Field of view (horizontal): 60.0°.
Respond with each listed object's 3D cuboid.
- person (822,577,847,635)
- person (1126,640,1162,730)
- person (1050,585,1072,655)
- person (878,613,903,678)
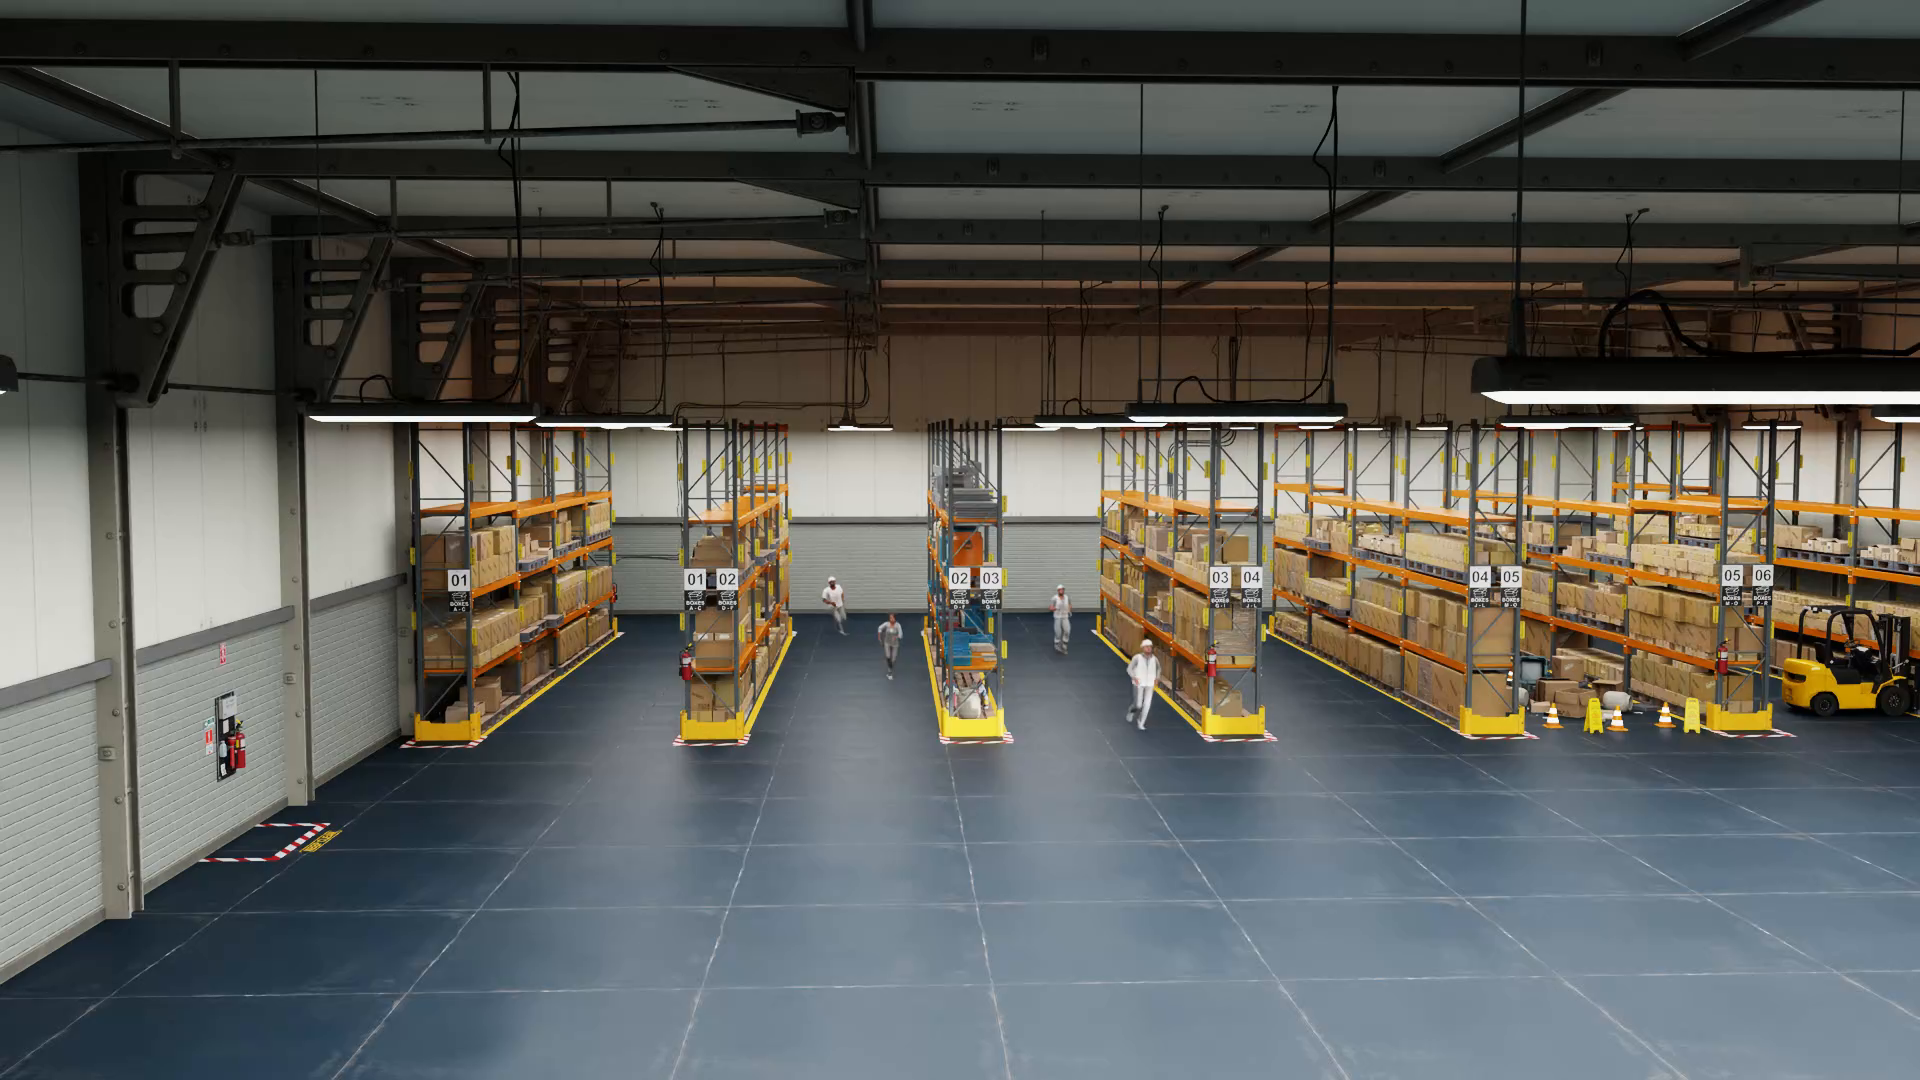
[{"bbox_3d":[-3.546,1.870,47.044,0.741,1.673,0.580,-2,4,-30],"label":"person"},{"bbox_3d":[3.600,2.793,32.345,0.674,1.729,0.634,-1,4,-13],"label":"person"},{"bbox_3d":[2.637,2.071,43.090,0.628,1.824,0.705,-1,4,-11],"label":"person"},{"bbox_3d":[-1.614,2.468,38.586,0.569,1.548,0.684,0,4,-2],"label":"person"}]
